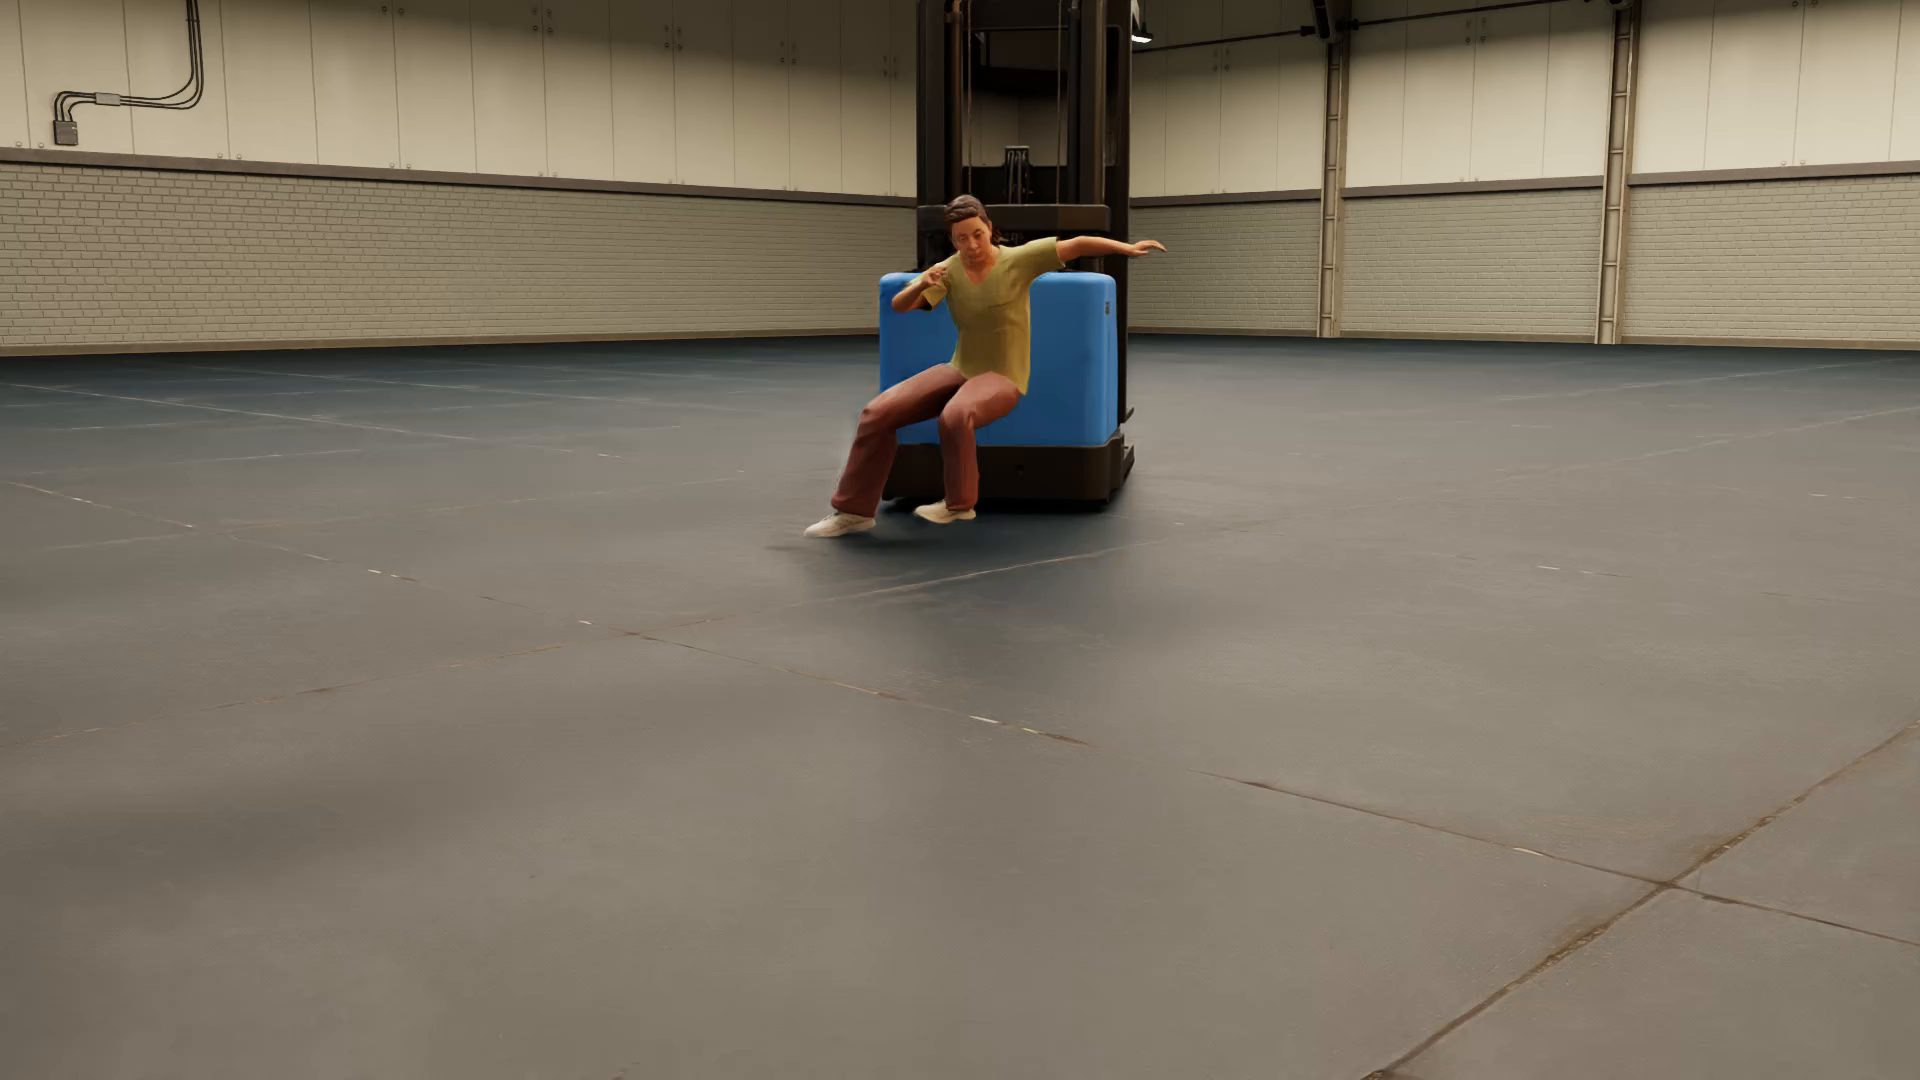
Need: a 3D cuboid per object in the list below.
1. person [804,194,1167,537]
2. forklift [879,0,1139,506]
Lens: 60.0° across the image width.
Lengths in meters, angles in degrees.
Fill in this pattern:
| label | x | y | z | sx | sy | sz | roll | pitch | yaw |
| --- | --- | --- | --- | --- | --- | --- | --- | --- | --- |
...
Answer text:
| label | x | y | z | sx | sy | sz | roll | pitch | yaw |
| --- | --- | --- | --- | --- | --- | --- | --- | --- | --- |
| person | 0.093 | -0.666 | 6.593 | 1.454 | 1.383 | 0.681 | 4 | 9 | 23 |
| forklift | 0.359 | -1.787 | 8.742 | 1.130 | 2.935 | 3.031 | 1 | 9 | 9 |
